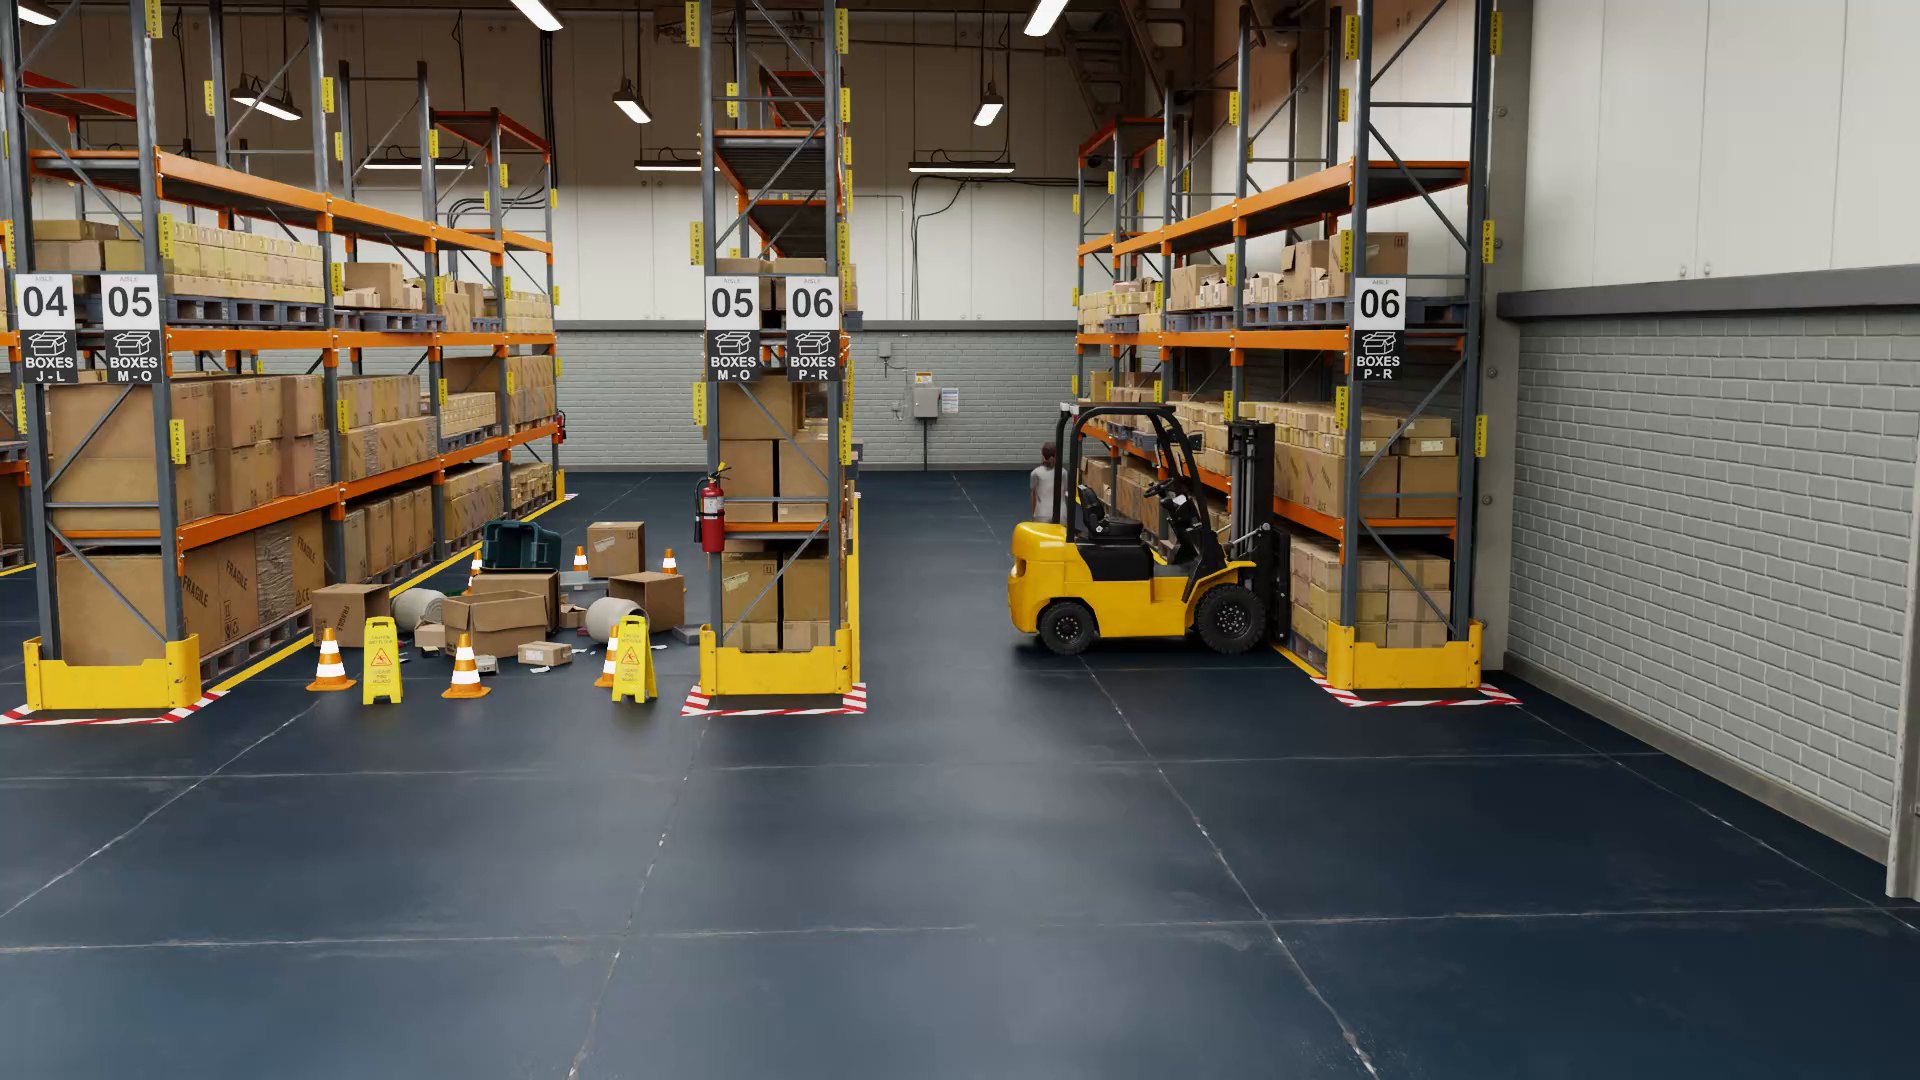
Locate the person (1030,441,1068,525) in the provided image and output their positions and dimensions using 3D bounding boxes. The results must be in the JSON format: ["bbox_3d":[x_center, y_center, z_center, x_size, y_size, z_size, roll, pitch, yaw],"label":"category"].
[{"bbox_3d":[0.936,-0.218,17.604,0.410,1.668,0.500,-1,7,-5],"label":"person"}]
